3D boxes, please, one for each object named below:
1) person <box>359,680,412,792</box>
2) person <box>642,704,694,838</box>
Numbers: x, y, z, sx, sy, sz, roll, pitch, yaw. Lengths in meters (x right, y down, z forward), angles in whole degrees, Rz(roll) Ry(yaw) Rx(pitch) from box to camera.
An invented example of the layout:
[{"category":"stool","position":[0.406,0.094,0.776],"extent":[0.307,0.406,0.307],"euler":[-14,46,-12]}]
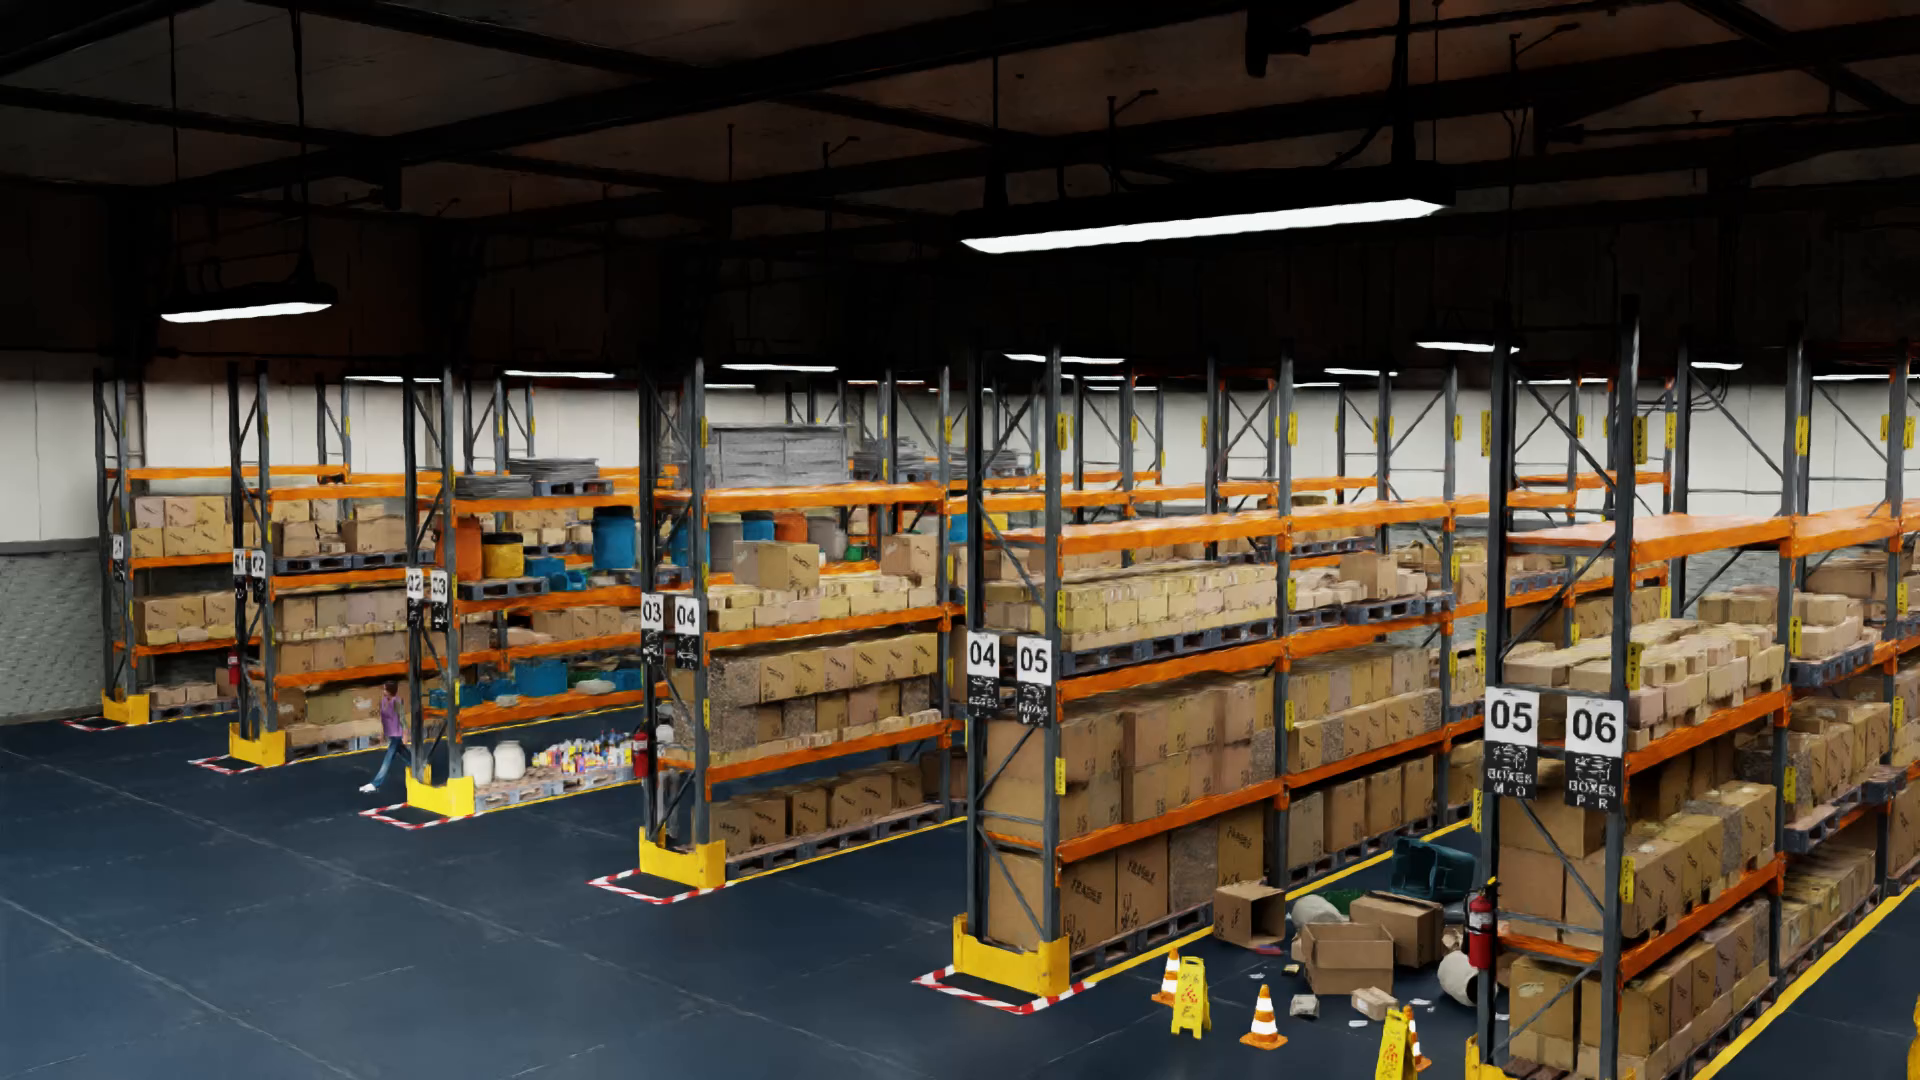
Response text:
[{"category":"person","position":[-7.845,2.688,22.957],"extent":[0.995,1.524,0.406],"euler":[-4,6,-42]},{"category":"person","position":[-3.574,2.830,20.255],"extent":[0.660,1.667,0.583],"euler":[-2,5,-26]}]
